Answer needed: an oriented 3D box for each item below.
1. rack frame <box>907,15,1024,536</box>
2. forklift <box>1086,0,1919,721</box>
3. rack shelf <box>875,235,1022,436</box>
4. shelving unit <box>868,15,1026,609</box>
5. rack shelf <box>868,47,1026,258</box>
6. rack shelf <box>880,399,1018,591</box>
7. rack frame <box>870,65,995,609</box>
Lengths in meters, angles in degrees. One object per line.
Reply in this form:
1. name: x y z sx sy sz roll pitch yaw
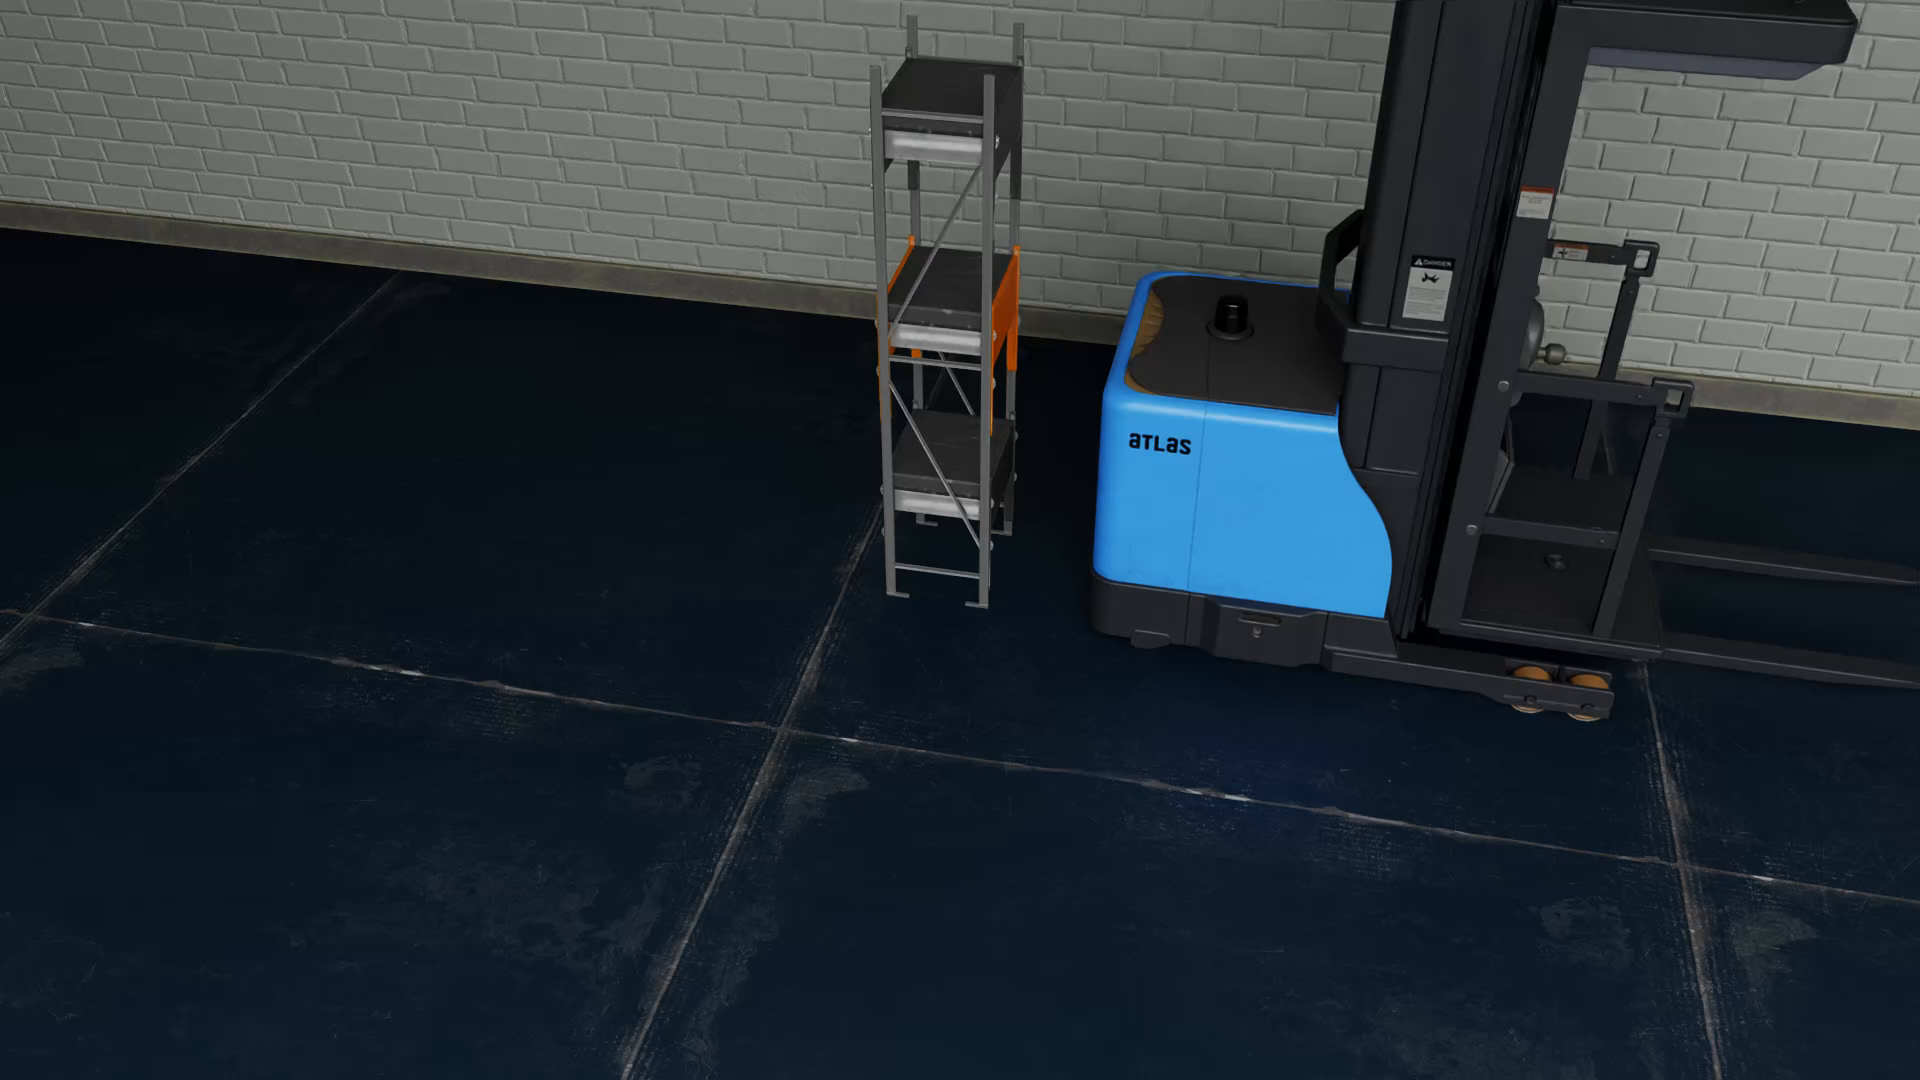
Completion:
1. rack frame: 0.017 -0.895 6.196 0.400 2.100 0.015 7 37 10
2. forklift: 2.045 -0.891 5.482 3.031 2.935 1.130 8 37 10
3. rack shelf: -0.035 -0.744 6.011 0.431 0.518 0.480 7 37 10
4. shelving unit: -0.035 -0.755 6.003 0.431 2.100 0.503 7 37 10
5. rack shelf: -0.035 -1.311 5.600 0.431 0.518 0.480 7 37 10
6. rack shelf: -0.035 -0.177 6.422 0.431 0.518 0.480 7 37 10
7. rack frame: -0.087 -0.615 5.810 0.400 2.100 0.015 7 37 10
